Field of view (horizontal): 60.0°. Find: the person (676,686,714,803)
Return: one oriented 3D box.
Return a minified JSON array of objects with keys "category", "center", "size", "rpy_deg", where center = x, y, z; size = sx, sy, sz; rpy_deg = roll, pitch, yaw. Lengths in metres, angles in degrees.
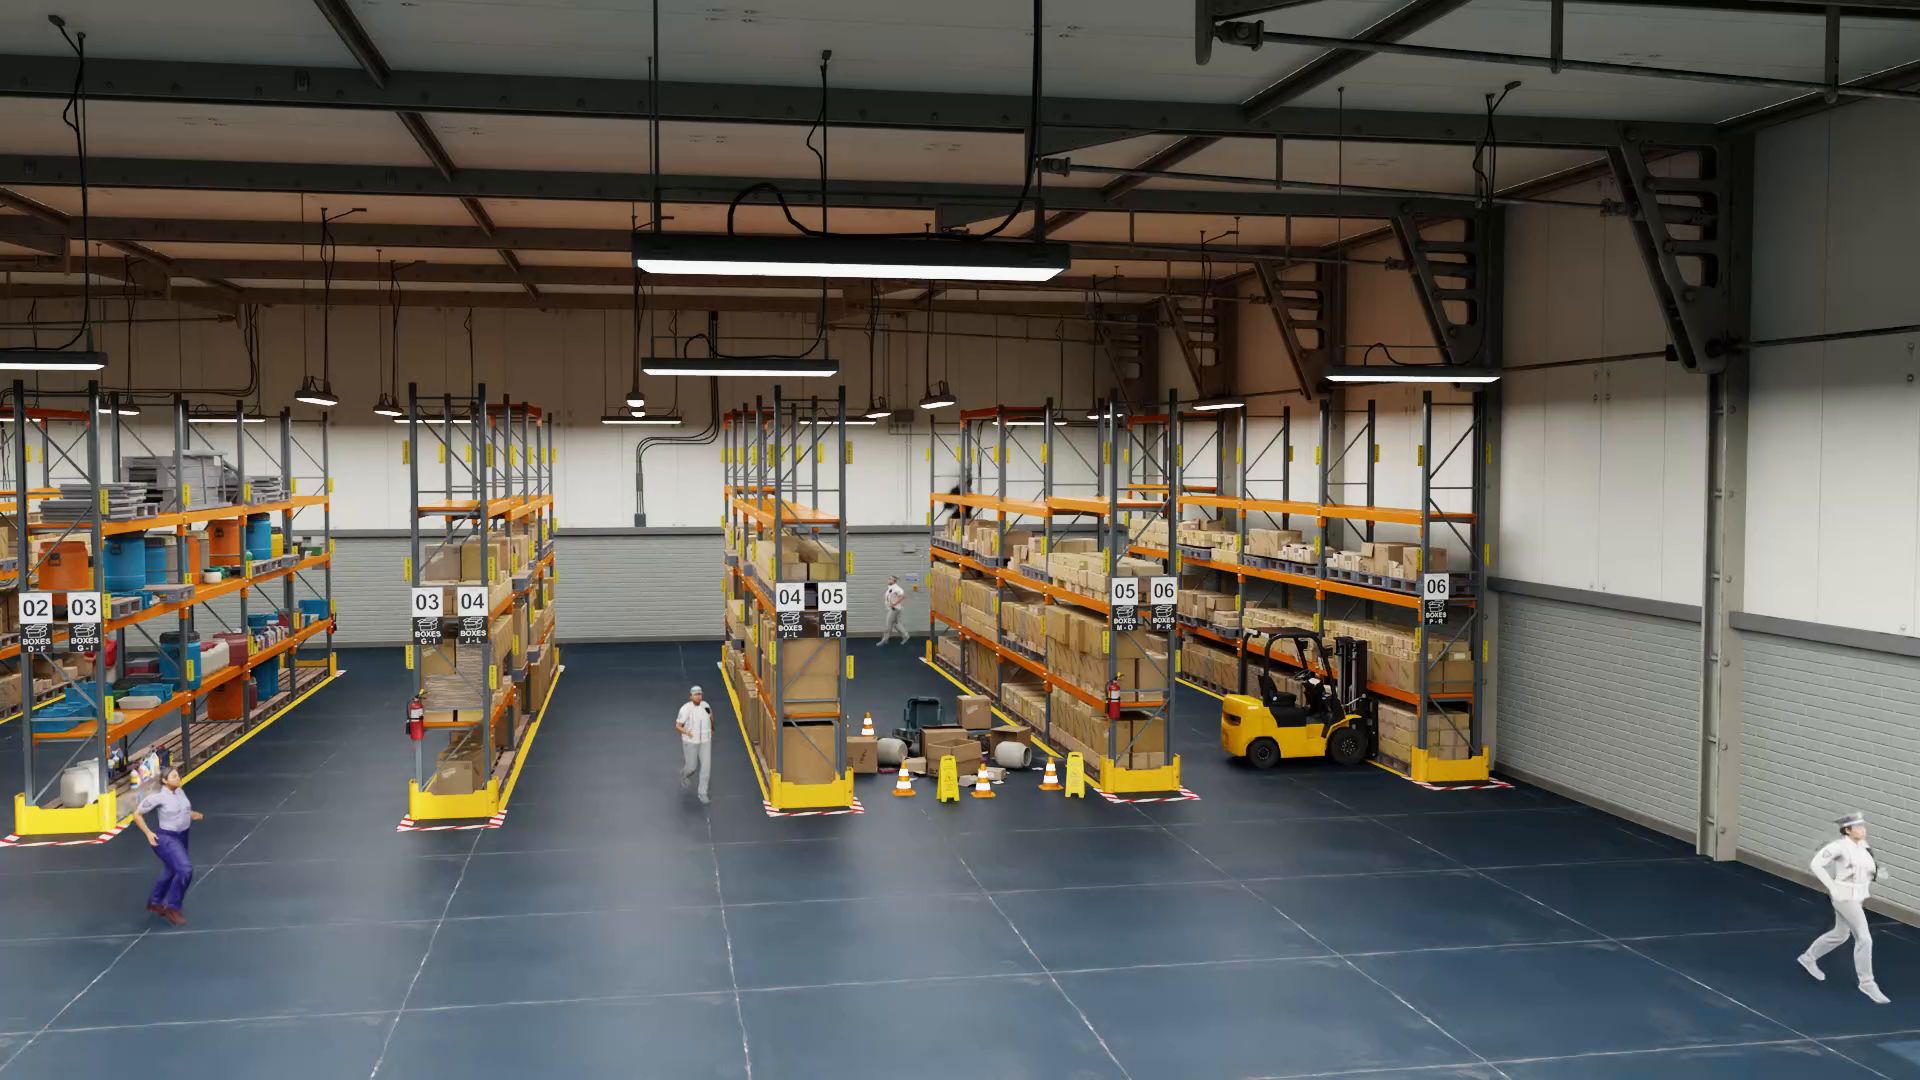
[{"category":"person","center":[-3.853,2.960,24.306],"size":[0.607,1.667,0.841],"rpy_deg":[-1,3,-26]}]

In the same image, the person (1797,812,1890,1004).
[{"category":"person","center":[8.282,3.370,15.525],"size":[0.592,1.728,0.852],"rpy_deg":[-2,4,-39]}]

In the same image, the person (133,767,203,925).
[{"category":"person","center":[-8.467,3.283,17.873],"size":[0.706,1.697,0.574],"rpy_deg":[0,3,6]}]

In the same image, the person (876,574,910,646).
[{"category":"person","center":[-1.663,1.746,41.571],"size":[0.899,1.807,0.668],"rpy_deg":[-1,3,-11]}]

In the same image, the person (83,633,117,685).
[{"category":"person","center":[-16.159,2.534,31.373],"size":[0.657,1.750,0.924],"rpy_deg":[-1,3,-22]}]
